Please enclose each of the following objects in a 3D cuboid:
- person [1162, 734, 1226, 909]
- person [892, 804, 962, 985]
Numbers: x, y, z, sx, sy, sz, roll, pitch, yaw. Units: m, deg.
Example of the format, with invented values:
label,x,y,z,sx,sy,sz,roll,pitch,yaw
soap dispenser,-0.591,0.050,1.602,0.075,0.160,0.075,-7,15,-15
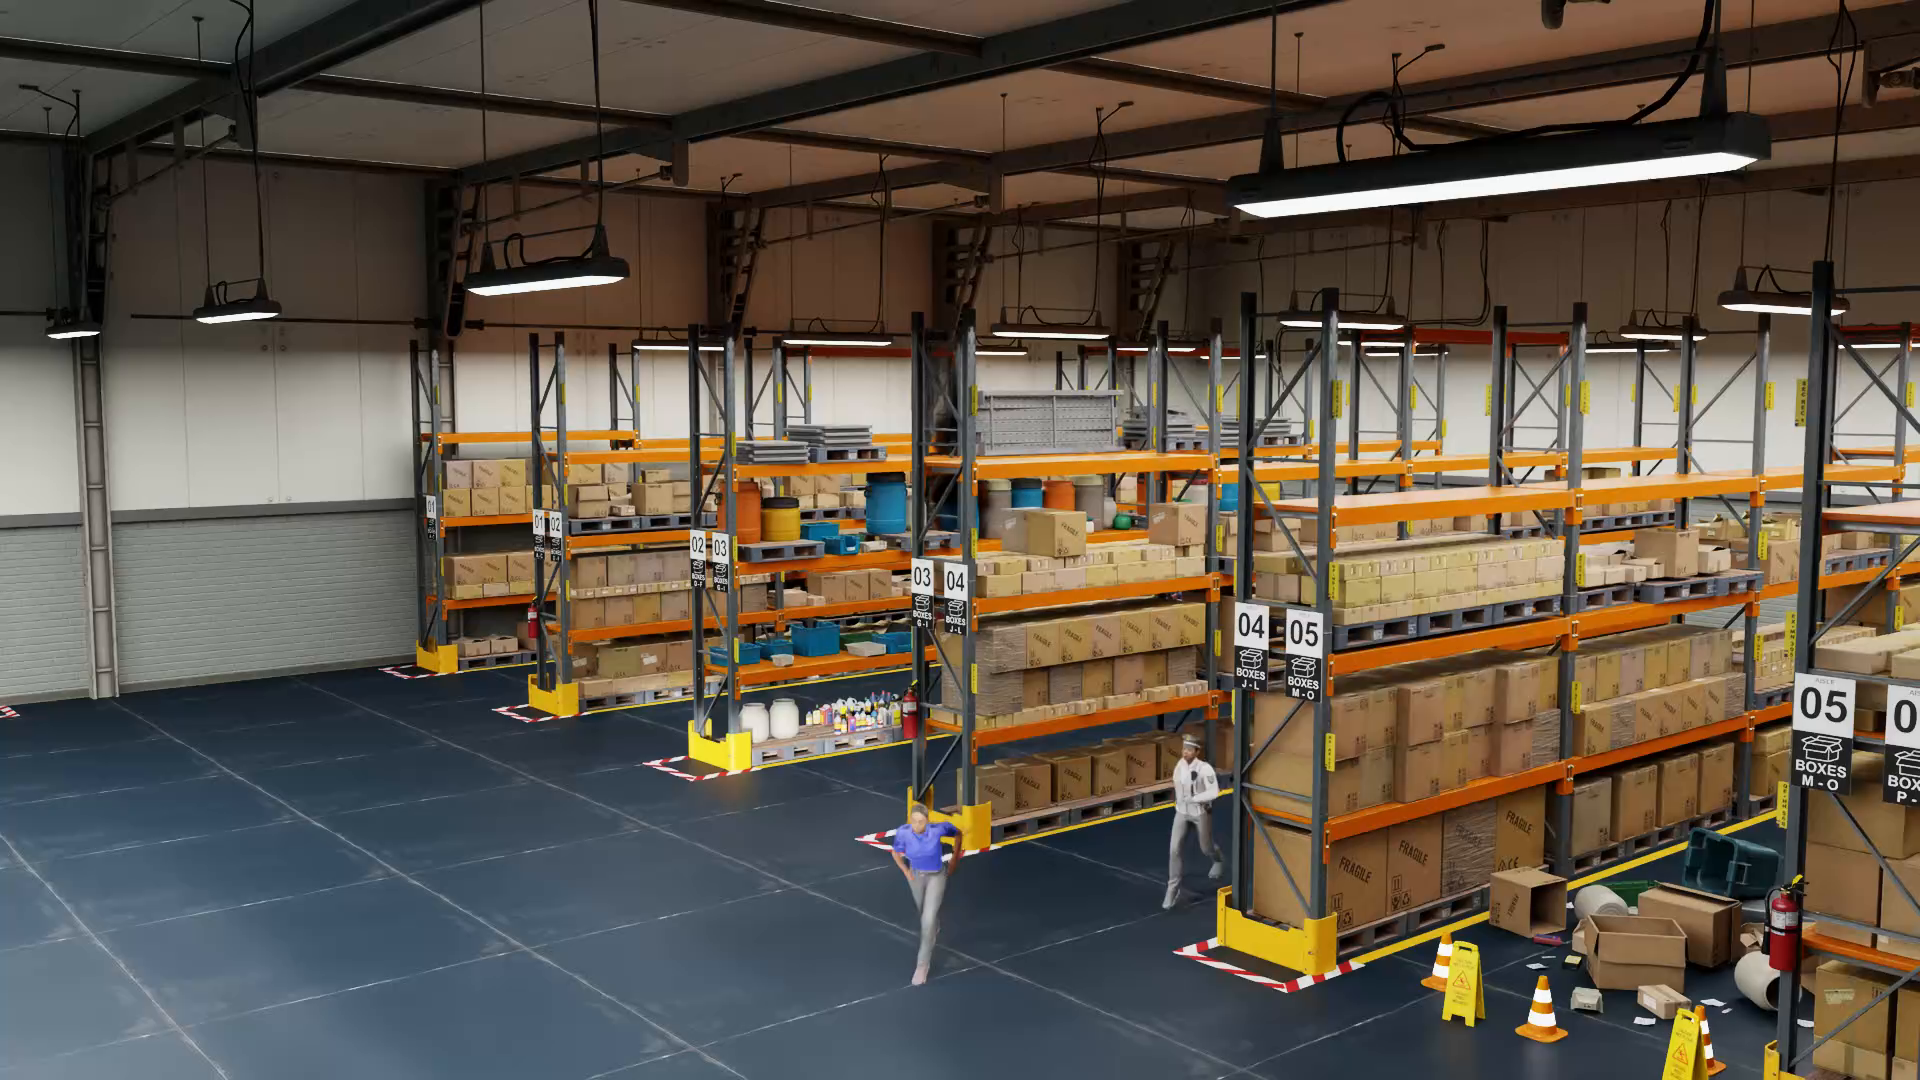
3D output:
label,x,y,z,sx,sy,sz,roll,pitch,yaw
person,2.400,2.793,16.771,0.568,1.739,1.030,4,7,36
person,-0.274,3.045,14.768,0.617,1.615,0.967,1,5,8
